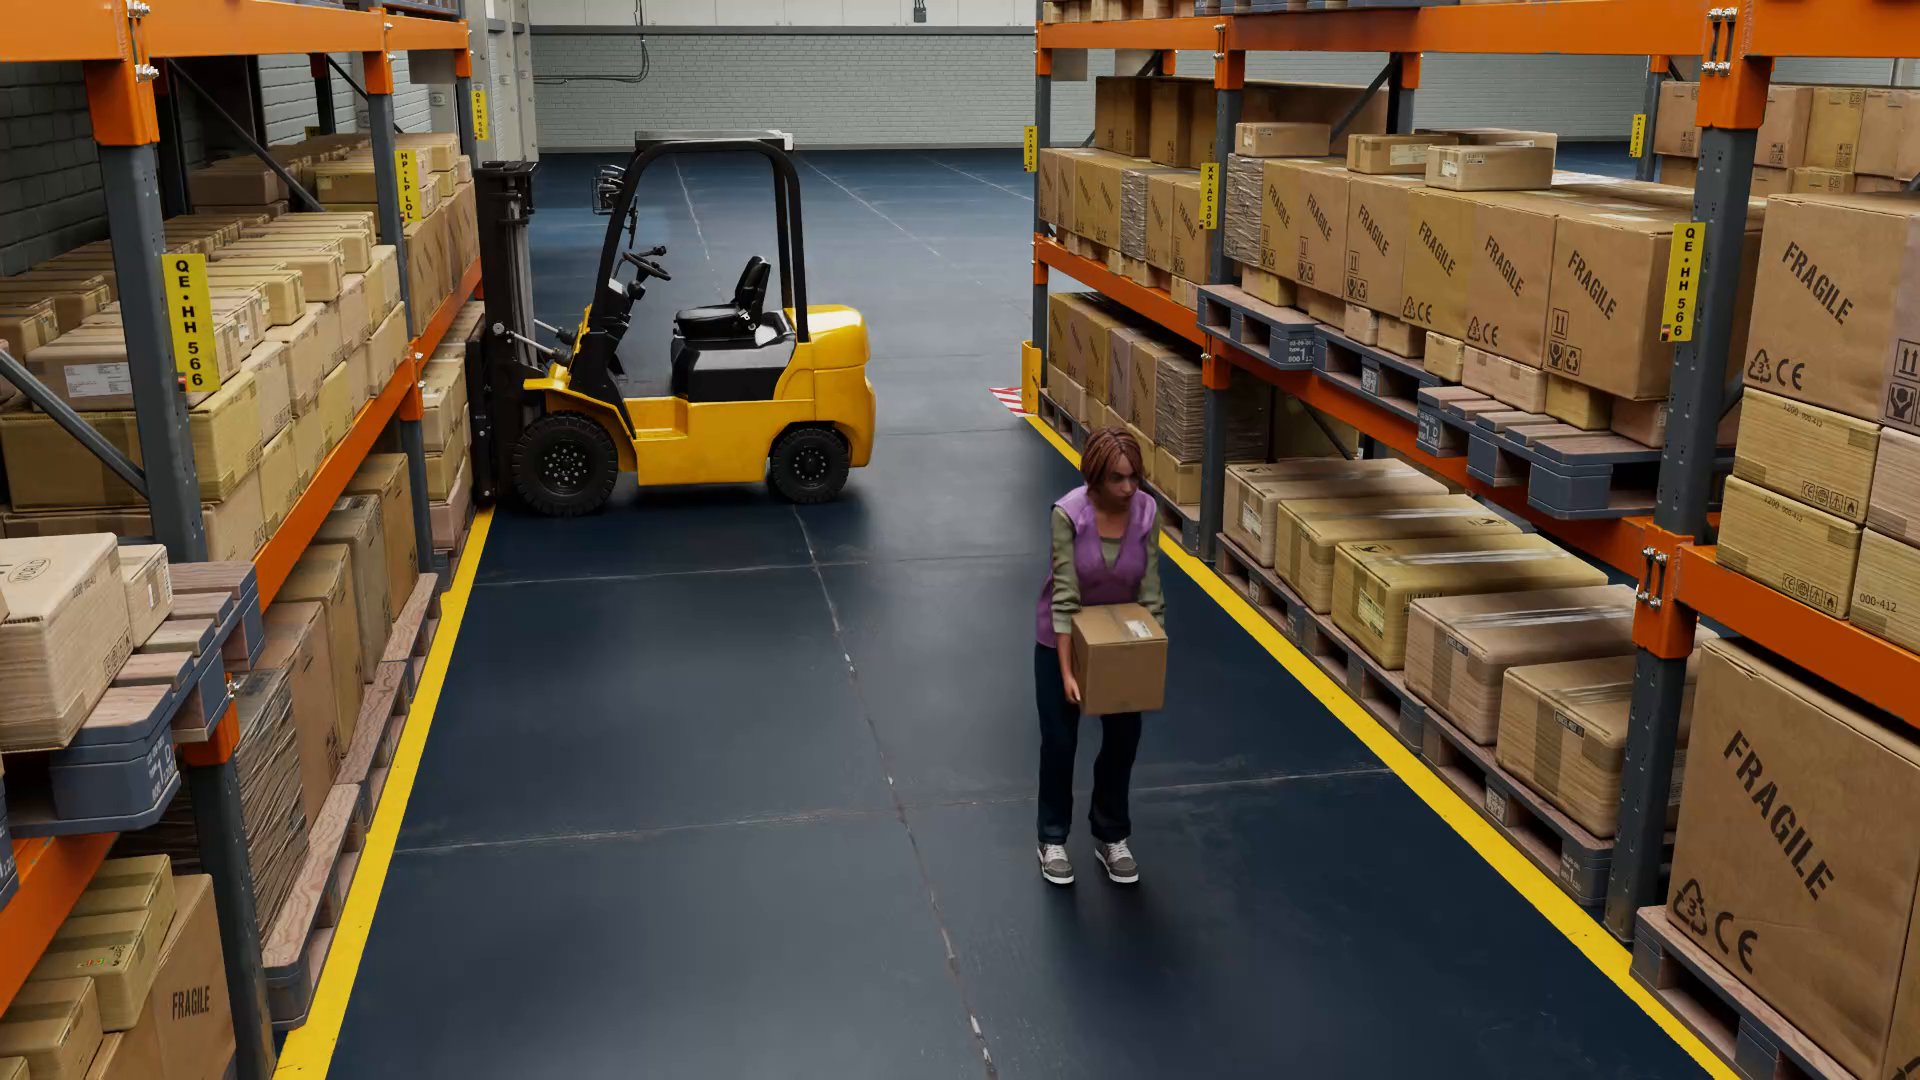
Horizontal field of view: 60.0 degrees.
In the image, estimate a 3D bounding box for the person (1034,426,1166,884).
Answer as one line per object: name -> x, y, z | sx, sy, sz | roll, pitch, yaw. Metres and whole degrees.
person -> 0.445, 0.381, 5.355 | 0.372, 1.563, 0.532 | -3, 17, -11
